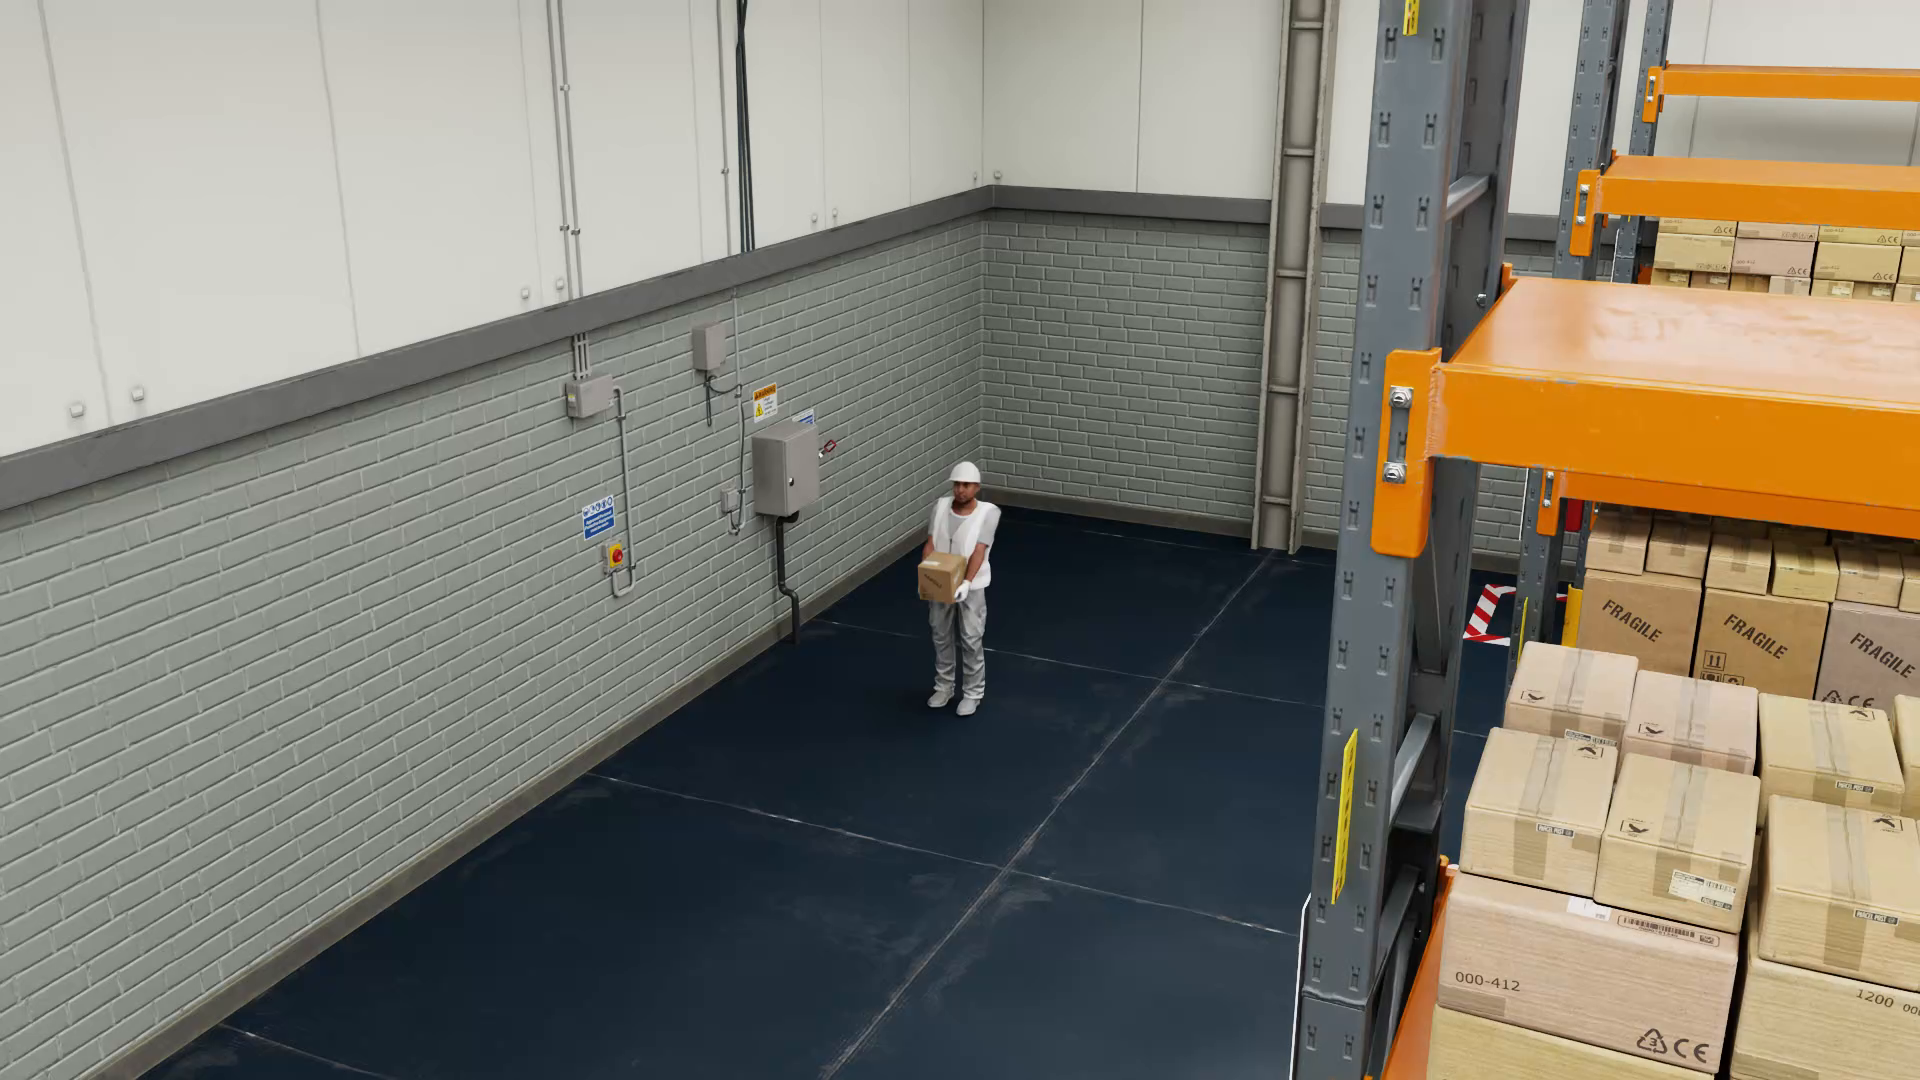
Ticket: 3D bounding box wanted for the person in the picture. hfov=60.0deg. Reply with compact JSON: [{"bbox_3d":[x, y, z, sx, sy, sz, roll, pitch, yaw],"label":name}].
[{"bbox_3d":[-0.027,0.350,11.511,0.488,1.780,0.567,9,21,24],"label":"person"}]
